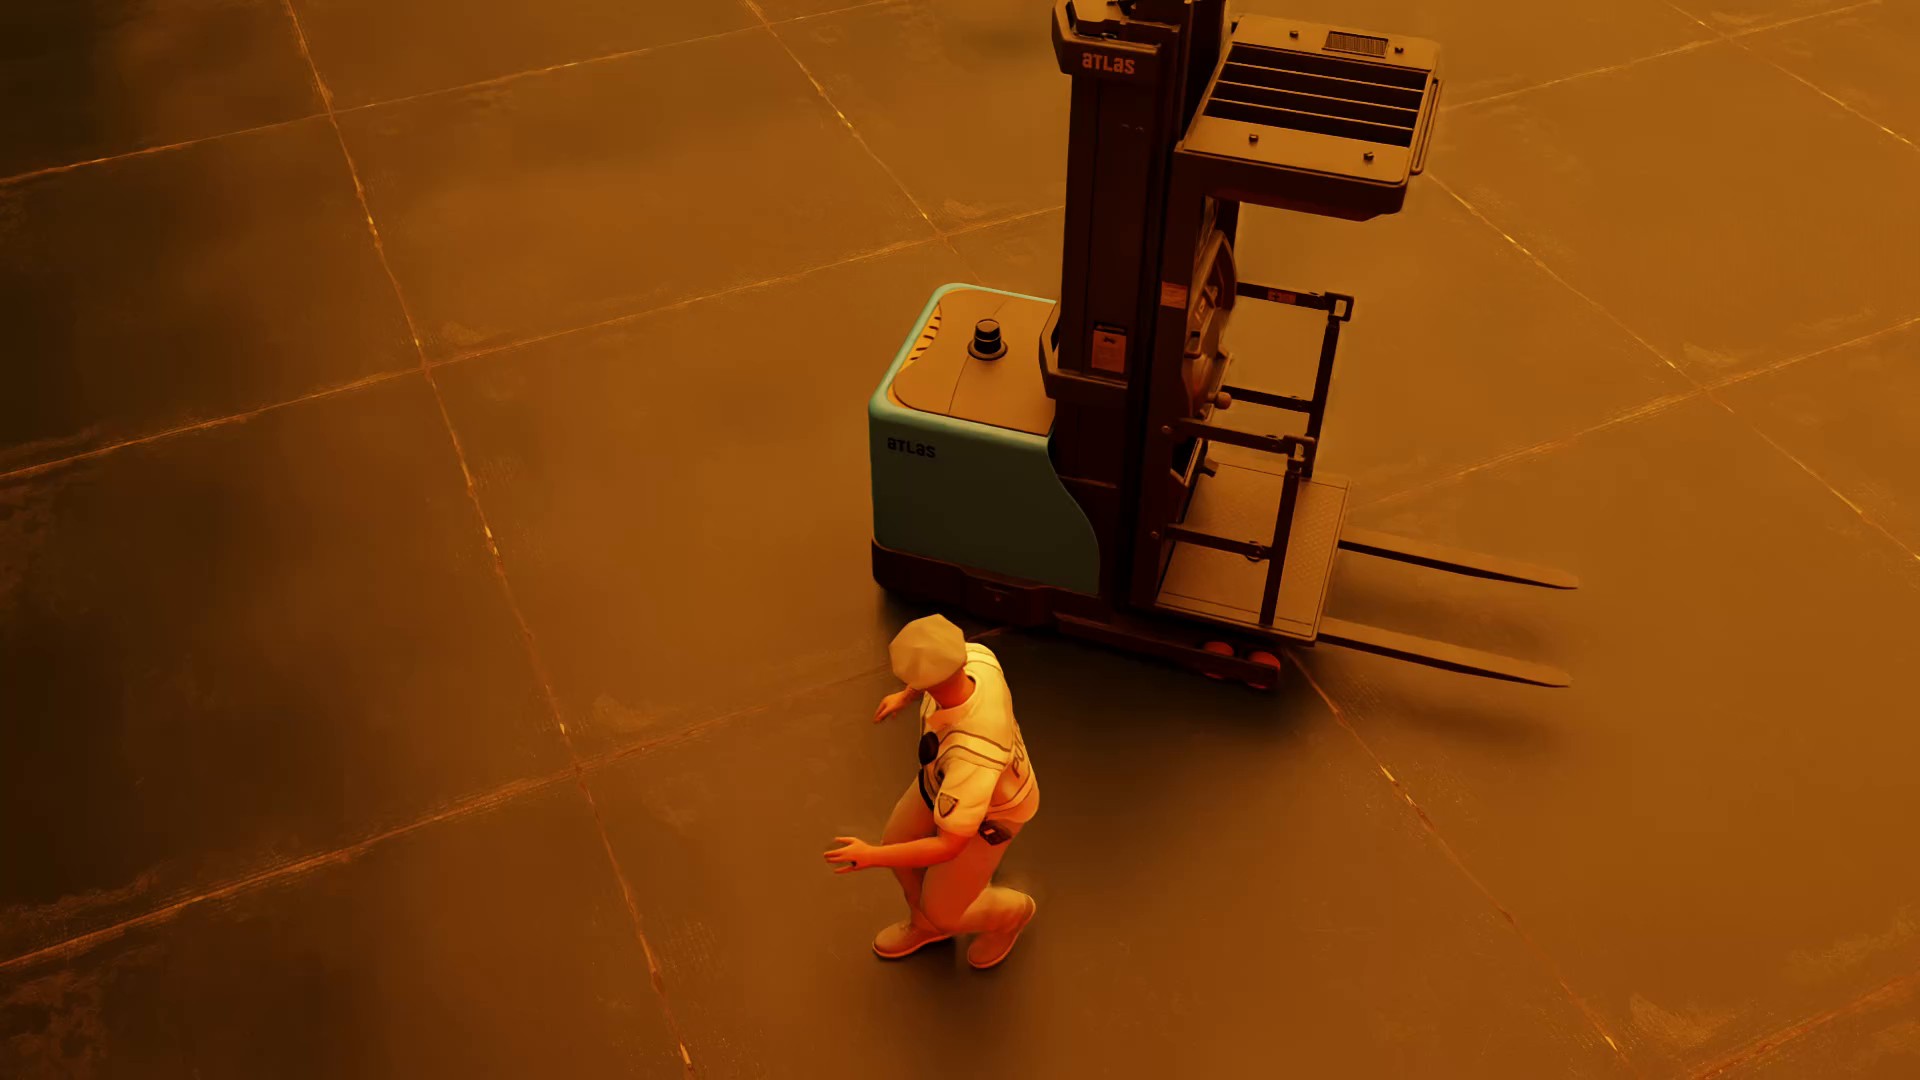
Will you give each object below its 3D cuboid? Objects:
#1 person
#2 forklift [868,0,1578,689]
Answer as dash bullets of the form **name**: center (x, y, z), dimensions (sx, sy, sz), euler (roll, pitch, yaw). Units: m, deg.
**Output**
- **person**: center (-0.126, 0.885, 5.671), dimensions (0.789, 1.654, 0.843), euler (-12, 44, -13)
- **forklift**: center (1.178, -0.842, 6.582), dimensions (3.031, 2.935, 1.130), euler (13, 44, 13)
